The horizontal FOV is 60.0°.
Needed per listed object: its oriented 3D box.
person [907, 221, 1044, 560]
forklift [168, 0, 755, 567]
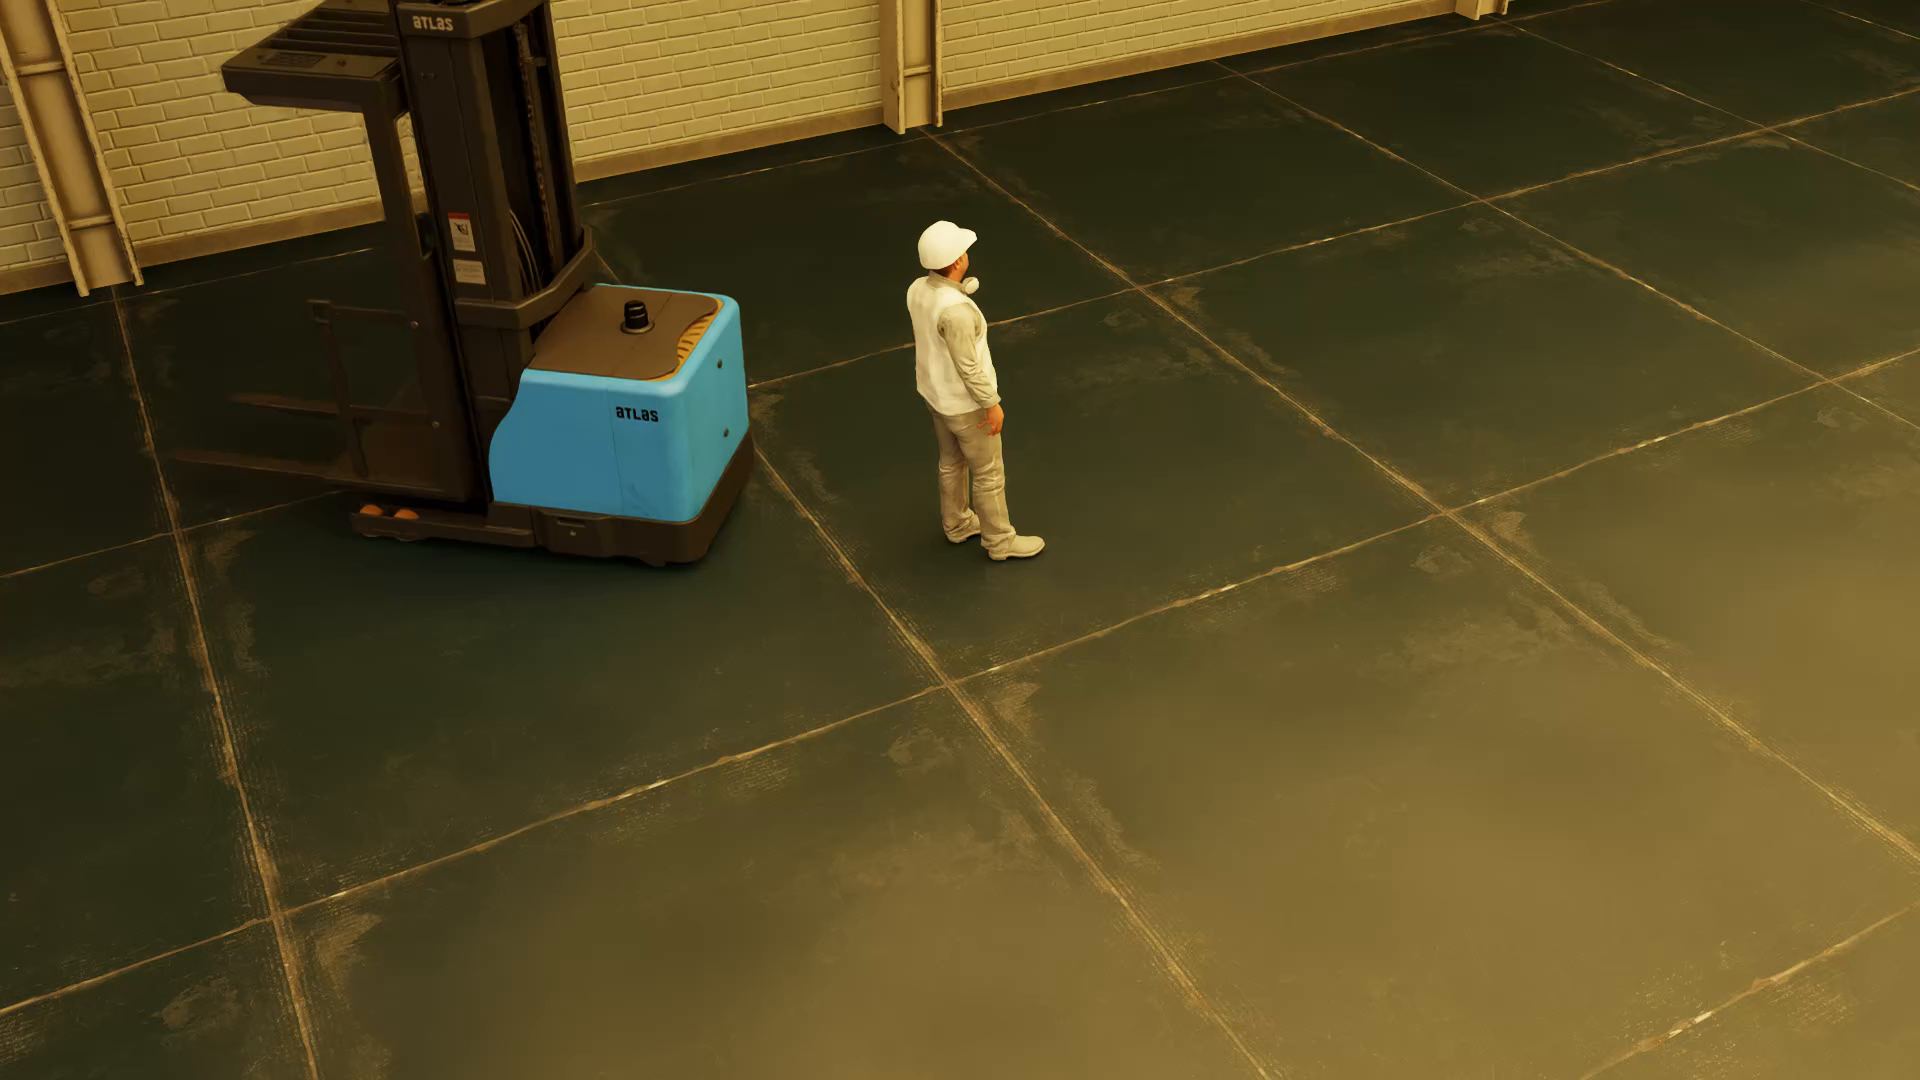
[{"bbox_3d":[0.059,-0.744,8.165,0.566,1.775,0.634,-17,39,-23],"label":"person"},{"bbox_3d":[-2.695,-1.480,8.216,3.031,2.935,1.130,7,36,9],"label":"forklift"}]
